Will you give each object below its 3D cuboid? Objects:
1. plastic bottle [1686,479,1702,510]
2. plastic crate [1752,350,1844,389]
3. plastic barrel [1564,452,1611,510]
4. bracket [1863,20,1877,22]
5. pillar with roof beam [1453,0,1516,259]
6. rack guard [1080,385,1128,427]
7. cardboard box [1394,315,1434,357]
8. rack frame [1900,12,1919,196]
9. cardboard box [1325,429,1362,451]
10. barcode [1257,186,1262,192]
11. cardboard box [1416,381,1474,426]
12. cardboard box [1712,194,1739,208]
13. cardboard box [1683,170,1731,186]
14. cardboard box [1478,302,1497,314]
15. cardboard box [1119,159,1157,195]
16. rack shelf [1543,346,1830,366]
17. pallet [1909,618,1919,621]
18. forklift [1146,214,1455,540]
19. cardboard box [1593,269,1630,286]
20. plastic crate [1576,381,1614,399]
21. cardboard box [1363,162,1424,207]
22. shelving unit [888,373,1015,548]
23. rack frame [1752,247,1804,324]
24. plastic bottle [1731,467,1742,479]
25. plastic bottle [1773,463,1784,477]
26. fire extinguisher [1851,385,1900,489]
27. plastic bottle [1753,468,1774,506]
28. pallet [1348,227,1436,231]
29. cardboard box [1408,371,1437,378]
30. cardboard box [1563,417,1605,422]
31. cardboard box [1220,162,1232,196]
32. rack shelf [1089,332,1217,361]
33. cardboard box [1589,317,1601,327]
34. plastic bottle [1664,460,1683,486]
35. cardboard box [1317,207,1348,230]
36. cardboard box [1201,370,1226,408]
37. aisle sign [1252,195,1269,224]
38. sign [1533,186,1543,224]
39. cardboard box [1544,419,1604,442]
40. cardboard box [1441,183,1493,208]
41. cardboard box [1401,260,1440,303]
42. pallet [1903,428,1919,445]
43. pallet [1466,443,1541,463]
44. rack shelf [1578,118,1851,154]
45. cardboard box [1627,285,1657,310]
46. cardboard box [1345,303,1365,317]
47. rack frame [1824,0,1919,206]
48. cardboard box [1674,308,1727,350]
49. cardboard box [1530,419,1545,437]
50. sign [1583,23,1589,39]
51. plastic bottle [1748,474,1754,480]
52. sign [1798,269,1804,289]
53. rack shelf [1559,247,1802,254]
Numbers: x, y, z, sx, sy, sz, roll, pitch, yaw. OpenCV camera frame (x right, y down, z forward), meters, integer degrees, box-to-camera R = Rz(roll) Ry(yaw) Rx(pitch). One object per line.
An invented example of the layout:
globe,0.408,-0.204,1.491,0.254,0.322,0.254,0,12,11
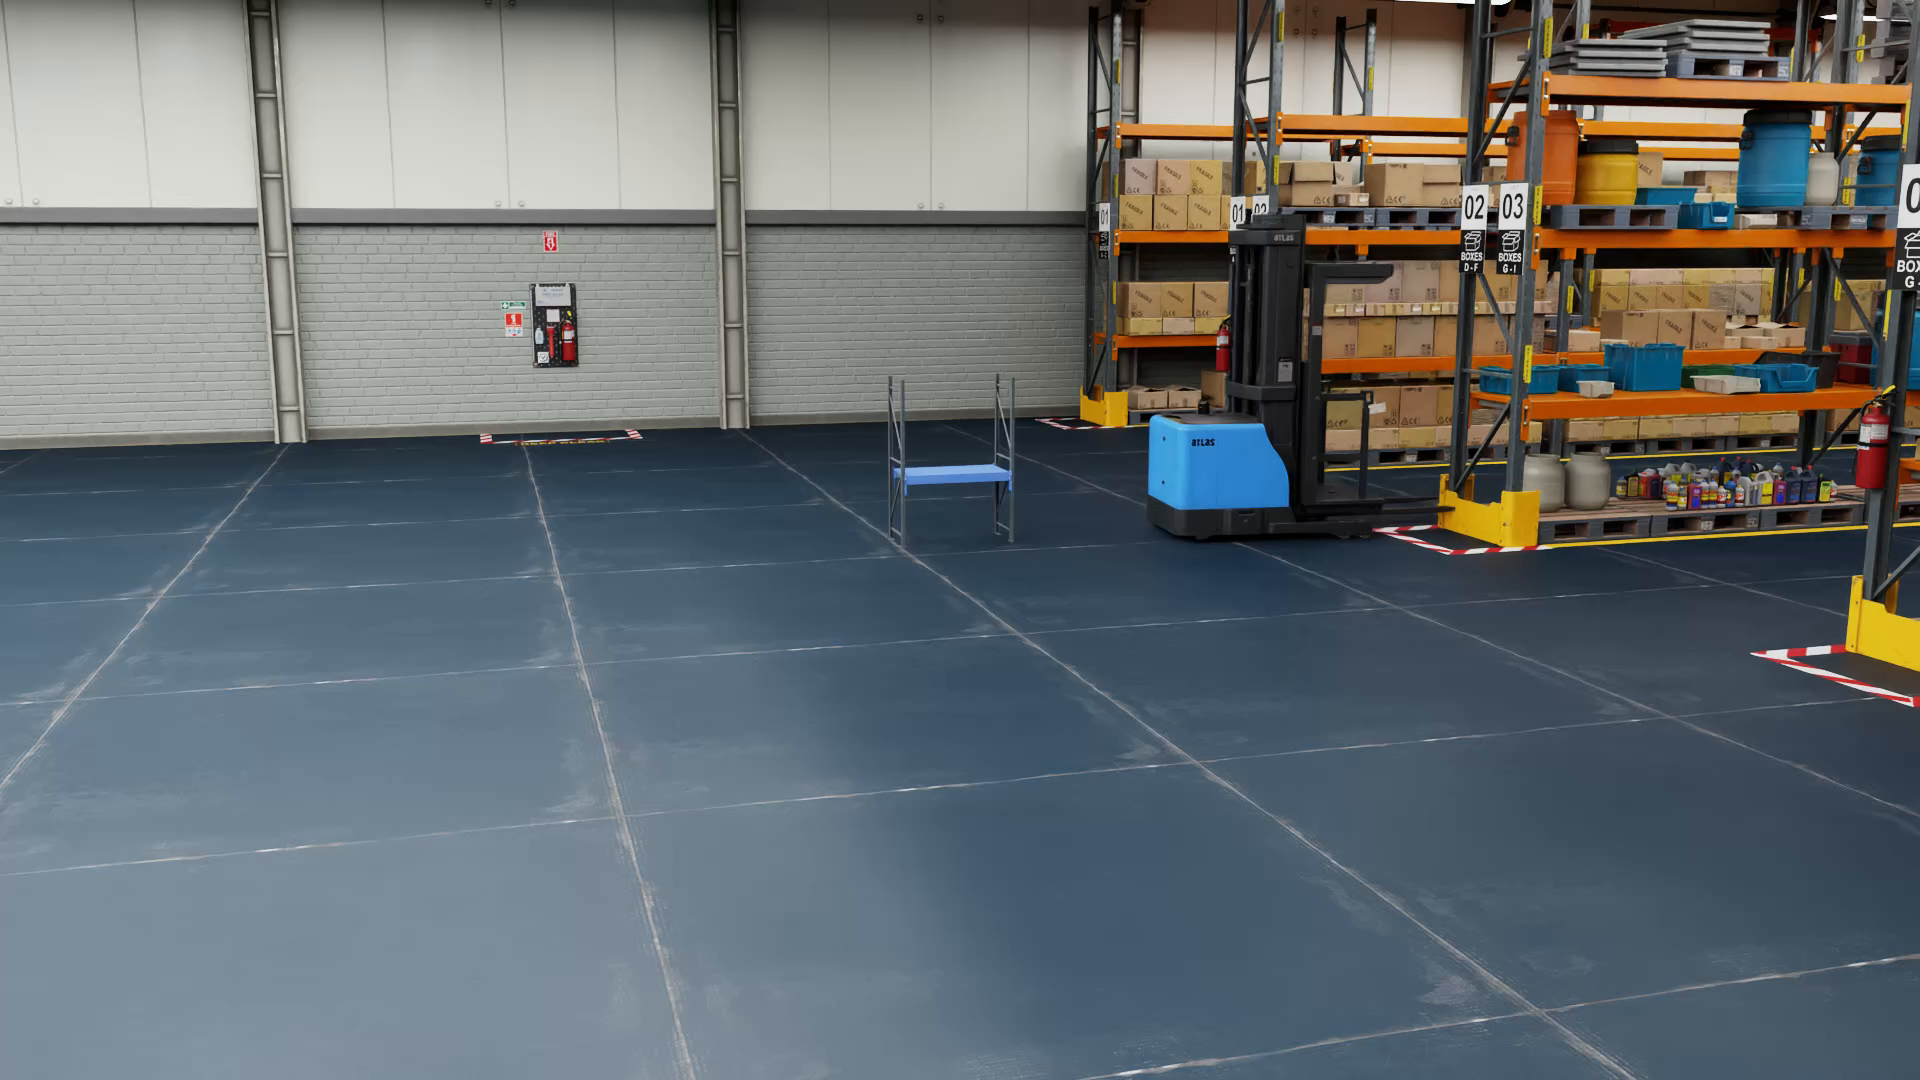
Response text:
plastic bottle,6.883,-0.430,15.590,0.133,0.283,0.061,-3,11,-15
plastic crate,8.135,-1.671,16.216,0.504,0.338,0.767,-3,11,-16
plastic barrel,5.925,-0.559,15.713,0.421,0.512,0.421,0,10,0
bracket,16.987,-8.830,28.415,4.783,0.066,0.076,-3,11,-16
pillar with roof beam,9.458,-5.918,22.540,0.548,9.000,9.100,-3,11,-16
rack guard,2.137,-2.001,24.737,0.348,0.500,1.175,-3,11,-16
cardboard box,5.389,-2.515,20.348,0.500,0.500,0.700,-3,11,-14
rack frame,6.217,-3.593,9.914,0.127,3.000,1.000,-3,11,-16
cardboard box,4.508,-1.234,20.102,0.500,0.250,0.500,-3,11,-16
barcode,3.607,-4.225,20.027,0.075,0.075,0.001,-3,11,-16
cardboard box,5.946,-1.680,20.454,0.500,0.500,0.500,-3,11,-16
cardboard box,9.663,-4.289,21.230,0.500,0.250,0.500,-3,11,-17
cardboard box,12.178,-5.891,27.116,0.500,0.250,0.500,-3,11,-18
cardboard box,6.351,-2.845,20.354,0.250,0.149,0.380,-3,11,-16
cardboard box,2.502,-5.229,23.993,0.500,0.500,0.500,-4,11,-20
rack shelf,9.213,-2.315,21.527,4.000,0.370,1.077,-3,11,-16
pallet,7.080,0.690,10.921,1.213,0.211,1.003,-3,11,-16
forklift,3.357,-1.545,15.549,3.031,2.935,1.130,-2,11,-10
cardboard box,10.281,-4.185,26.472,0.500,0.250,0.500,-3,11,-15
plastic crate,5.782,-1.364,15.101,0.250,0.136,0.298,-3,11,-16
cardboard box,5.123,-4.201,19.680,0.500,0.500,0.500,-3,11,-16
shelving unit,-0.082,-0.733,15.091,1.048,1.500,0.538,-3,11,-16
rack frame,13.586,-3.833,27.788,0.127,3.000,1.000,-3,11,-16
plastic bottle,7.677,-0.584,16.457,0.097,0.271,0.097,0,10,0
plastic bottle,8.245,-0.641,16.768,0.097,0.271,0.097,0,10,0
fire extinguisher,5.979,-0.679,10.868,0.183,0.674,0.296,-3,11,-16
plastic bottle,7.641,-0.511,15.843,0.185,0.351,0.144,-3,11,-16
pallet,6.527,-4.824,25.404,1.003,0.211,1.213,-3,11,-16
cardboard box,7.089,-2.491,26.183,0.500,0.500,0.700,-3,11,-17
cardboard box,7.759,-1.675,20.951,0.500,0.311,0.500,-3,11,-16
cardboard box,3.890,-5.394,24.888,0.500,0.500,0.500,-3,11,-16
rack shelf,3.984,-2.974,25.104,4.000,0.370,1.077,-3,11,-16
cardboard box,10.126,-3.494,26.581,0.250,0.149,0.380,-3,11,-17
plastic bottle,7.015,-0.611,16.384,0.185,0.351,0.144,-3,11,-14
cardboard box,5.486,-4.894,24.934,0.500,0.500,0.500,-3,11,-14
cardboard box,4.019,-2.290,25.092,0.500,0.500,0.700,-4,11,-20
aisle sign,3.475,-3.587,19.270,0.004,0.787,0.394,-3,11,-16
sign,4.982,-2.888,14.341,0.005,0.325,0.100,-3,11,-16
cardboard box,7.749,-1.399,21.000,0.500,0.250,0.500,-3,11,-17
cardboard box,6.217,-4.267,20.560,0.500,0.311,0.500,-4,11,-19
cardboard box,5.423,-3.155,20.244,0.500,0.500,0.700,-3,11,-16
pallet,13.030,-1.491,22.766,1.213,0.211,1.003,-3,11,-16
pallet,6.517,-1.163,20.986,1.213,0.211,1.003,-3,11,-16
rack shelf,9.213,-5.069,21.020,4.000,0.370,1.077,-3,11,-16
cardboard box,10.788,-3.841,26.678,0.500,0.500,0.500,-3,11,-14
cardboard box,4.624,-2.754,19.859,0.250,0.149,0.380,-3,11,-17
rack frame,8.673,-4.657,15.691,0.127,3.000,1.000,-3,11,-16
cardboard box,9.527,-2.731,21.526,0.500,0.500,0.500,-4,11,-19
cardboard box,7.610,-1.493,21.511,0.500,0.250,0.500,-3,11,-16
sign,7.424,-5.958,19.740,0.005,0.325,0.100,-3,11,-16
plastic bottle,7.588,-0.495,15.939,0.133,0.283,0.061,-3,11,-16
sign,13.747,-4.270,27.181,0.005,0.325,0.100,-3,11,-16
rack shelf,11.665,-4.854,27.032,4.000,0.370,1.077,-3,11,-16
